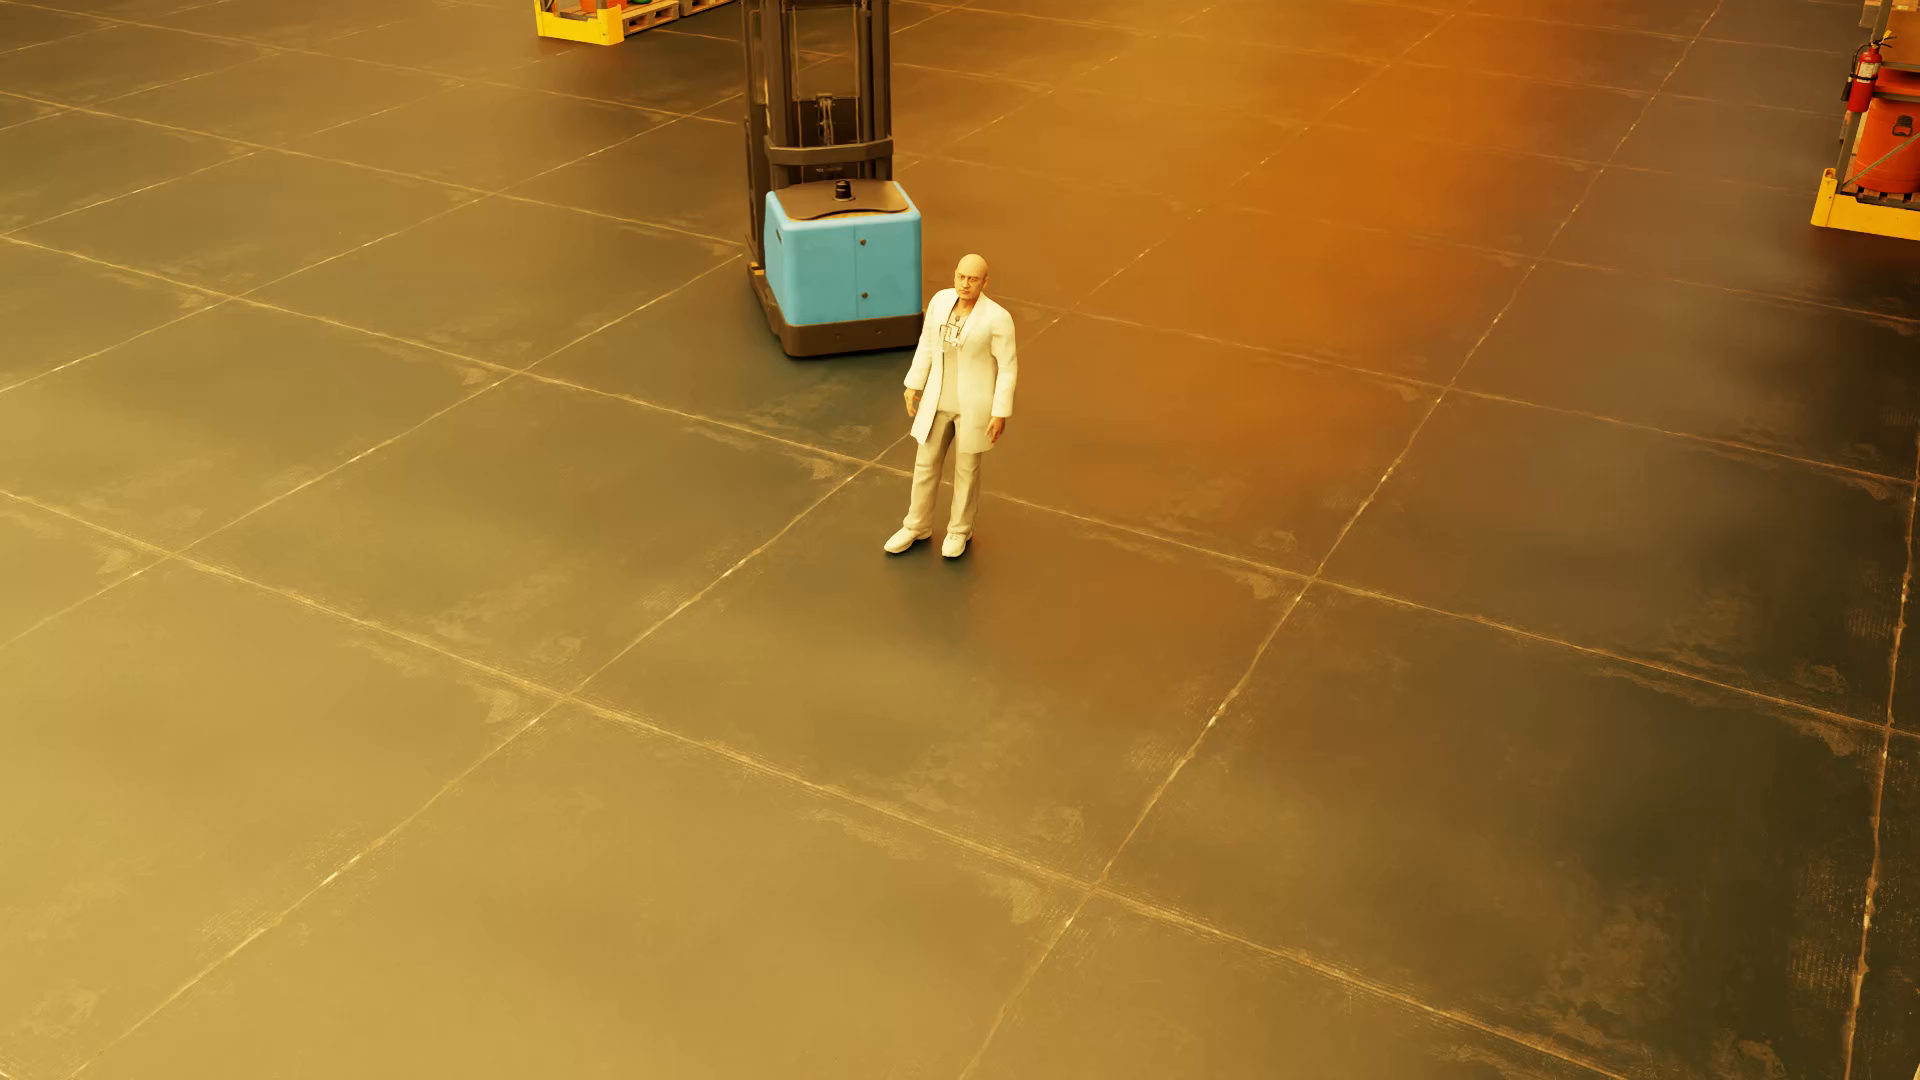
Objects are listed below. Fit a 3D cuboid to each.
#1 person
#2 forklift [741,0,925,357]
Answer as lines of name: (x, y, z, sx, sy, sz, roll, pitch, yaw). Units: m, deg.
person: (-0.048, -0.732, 9.492, 0.694, 1.763, 0.581, 15, 33, 25)
forklift: (-1.127, -3.336, 12.851, 1.130, 2.935, 3.031, -7, 31, -13)
